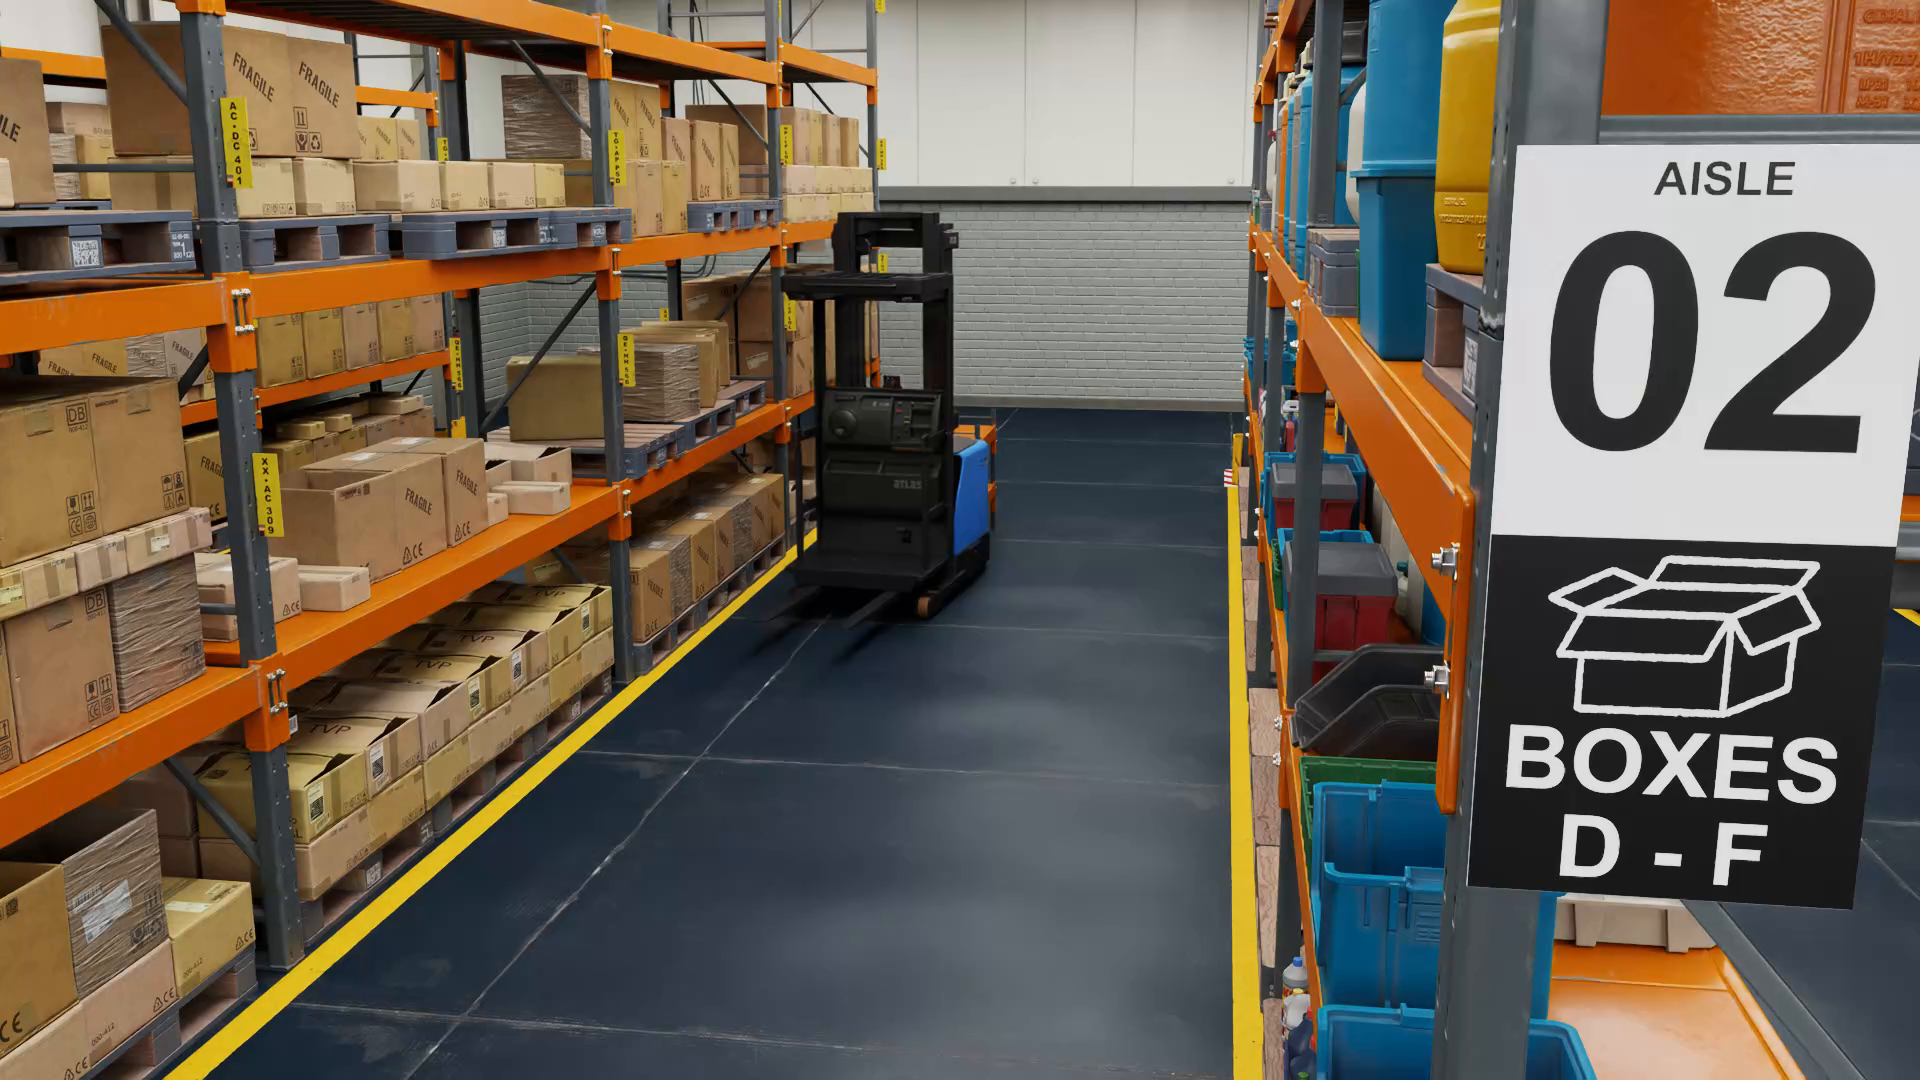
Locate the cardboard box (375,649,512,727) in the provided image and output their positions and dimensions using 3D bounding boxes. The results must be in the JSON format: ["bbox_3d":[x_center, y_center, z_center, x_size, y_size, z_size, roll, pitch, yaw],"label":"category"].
[{"bbox_3d":[-2.681,0.738,8.649,0.500,0.311,0.500,2,12,10],"label":"cardboard box"}]

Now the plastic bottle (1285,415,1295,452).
[{"bbox_3d":[2.271,-0.713,11.459,0.061,0.283,0.133,2,12,9],"label":"plastic bottle"}]

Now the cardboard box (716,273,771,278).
[{"bbox_3d":[-2.020,-2.257,15.737,0.500,0.500,0.500,2,12,9],"label":"cardboard box"}]

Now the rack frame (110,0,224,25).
[{"bbox_3d":[-6.891,-4.487,14.452,1.000,3.000,0.127,2,12,9],"label":"rack frame"}]

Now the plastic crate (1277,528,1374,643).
[{"bbox_3d":[1.530,0.200,6.981,0.392,0.384,0.575,2,12,9],"label":"plastic crate"}]

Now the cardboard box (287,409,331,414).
[{"bbox_3d":[-6.695,-1.254,17.089,0.380,0.149,0.250,2,12,8],"label":"cardboard box"}]

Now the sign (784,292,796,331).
[{"bbox_3d":[-1.446,-1.943,14.141,0.100,0.325,0.005,2,12,9],"label":"sign"}]

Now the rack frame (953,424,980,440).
[{"bbox_3d":[-0.077,-0.445,14.390,0.500,1.125,0.032,2,12,9],"label":"rack frame"}]

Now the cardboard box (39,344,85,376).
[{"bbox_3d":[-7.011,-1.230,12.591,0.500,0.500,0.500,2,12,8],"label":"cardboard box"}]

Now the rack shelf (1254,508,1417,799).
[{"bbox_3d":[1.976,0.368,7.875,1.077,0.370,4.000,2,12,9],"label":"rack shelf"}]

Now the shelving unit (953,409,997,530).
[{"bbox_3d":[0.001,-0.551,14.881,0.538,1.125,1.048,2,12,9],"label":"shelving unit"}]

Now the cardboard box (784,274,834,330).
[{"bbox_3d":[-1.486,-2.235,15.635,0.500,0.500,0.500,2,12,7],"label":"cardboard box"}]

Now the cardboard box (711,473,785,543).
[{"bbox_3d":[-1.788,-0.275,14.040,0.500,0.500,0.500,2,12,8],"label":"cardboard box"}]

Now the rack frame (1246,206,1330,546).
[{"bbox_3d":[2.899,-1.233,13.595,1.000,3.000,0.127,2,12,9],"label":"rack frame"}]

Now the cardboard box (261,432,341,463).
[{"bbox_3d":[-6.594,-0.794,16.495,0.700,0.500,0.500,2,12,8],"label":"cardboard box"}]

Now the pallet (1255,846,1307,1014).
[{"bbox_3d":[1.751,1.631,6.926,1.003,0.211,1.213,2,12,9],"label":"pallet"}]

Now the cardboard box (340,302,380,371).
[{"bbox_3d":[-6.571,-2.117,16.983,0.980,0.700,0.700,1,12,6],"label":"cardboard box"}]

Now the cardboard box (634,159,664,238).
[{"bbox_3d":[-2.498,-2.275,11.072,0.910,0.500,0.500,2,12,9],"label":"cardboard box"}]

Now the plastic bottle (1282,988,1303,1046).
[{"bbox_3d":[1.170,1.658,5.776,0.097,0.201,0.097,0,12,0],"label":"plastic bottle"}]

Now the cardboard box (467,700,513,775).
[{"bbox_3d":[-2.683,1.014,8.699,0.500,0.250,0.500,2,12,10],"label":"cardboard box"}]

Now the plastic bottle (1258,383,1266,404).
[{"bbox_3d":[2.421,-1.114,13.317,0.061,0.283,0.133,2,12,9],"label":"plastic bottle"}]

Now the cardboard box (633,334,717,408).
[{"bbox_3d":[-2.206,-1.279,12.573,0.700,0.500,0.500,-1,12,-6],"label":"cardboard box"}]

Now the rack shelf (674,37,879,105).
[{"bbox_3d":[-1.688,-4.390,15.719,1.077,0.370,4.000,2,12,9],"label":"rack shelf"}]

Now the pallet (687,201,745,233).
[{"bbox_3d":[-2.321,-2.419,12.425,1.213,0.211,1.003,2,12,9],"label":"pallet"}]

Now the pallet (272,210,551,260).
[{"bbox_3d":[-2.796,-1.559,8.434,1.003,0.211,1.213,2,12,11],"label":"pallet"}]

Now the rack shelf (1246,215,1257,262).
[{"bbox_3d":[3.206,-2.764,15.287,1.077,0.370,4.000,2,12,9],"label":"rack shelf"}]

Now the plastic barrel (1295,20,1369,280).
[{"bbox_3d":[1.532,-1.392,6.023,0.600,0.901,0.708,2,12,9],"label":"plastic barrel"}]

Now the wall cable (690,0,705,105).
[{"bbox_3d":[-2.379,-7.348,23.114,3.097,2.526,0.112,2,12,9],"label":"wall cable"}]

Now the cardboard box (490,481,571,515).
[{"bbox_3d":[-2.476,-0.243,9.596,0.380,0.149,0.250,2,12,9],"label":"cardboard box"}]

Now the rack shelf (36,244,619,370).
[{"bbox_3d":[-2.918,-1.260,8.307,1.077,0.370,4.000,2,12,9],"label":"rack shelf"}]

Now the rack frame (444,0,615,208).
[{"bbox_3d":[-2.611,-3.494,9.848,1.000,3.000,0.127,2,12,9],"label":"rack frame"}]

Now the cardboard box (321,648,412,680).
[{"bbox_3d":[-3.213,0.725,8.707,0.500,0.311,0.500,2,12,8],"label":"cardboard box"}]

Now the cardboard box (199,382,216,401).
[{"bbox_3d":[-6.678,-1.308,14.492,0.380,0.149,0.250,2,12,10],"label":"cardboard box"}]

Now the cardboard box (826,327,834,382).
[{"bbox_3d":[-1.493,-1.751,15.762,0.500,0.500,0.500,2,12,8],"label":"cardboard box"}]

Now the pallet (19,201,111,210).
[{"bbox_3d":[-7.290,-2.464,12.635,1.003,0.211,1.213,2,12,11],"label":"pallet"}]

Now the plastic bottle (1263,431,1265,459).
[{"bbox_3d":[2.100,-0.679,11.302,0.061,0.283,0.133,2,12,9],"label":"plastic bottle"}]

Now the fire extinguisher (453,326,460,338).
[{"bbox_3d":[-5.796,-2.183,19.072,0.296,0.674,0.183,2,12,9],"label":"fire extinguisher"}]

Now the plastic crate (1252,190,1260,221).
[{"bbox_3d":[2.868,-3.023,15.061,0.437,0.282,0.530,2,12,9],"label":"plastic crate"}]

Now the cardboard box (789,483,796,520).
[{"bbox_3d":[-1.717,-0.375,14.953,0.500,0.311,0.500,2,12,9],"label":"cardboard box"}]

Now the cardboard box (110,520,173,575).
[{"bbox_3d":[-3.096,0.020,6.004,0.380,0.149,0.250,2,12,7],"label":"cardboard box"}]

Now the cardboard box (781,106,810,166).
[{"bbox_3d":[-1.741,-3.600,14.848,0.700,0.500,0.500,2,12,9],"label":"cardboard box"}]

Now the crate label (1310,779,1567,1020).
[{"bbox_3d":[1.069,0.856,3.819,0.502,0.435,0.616,2,12,9],"label":"crate label"}]

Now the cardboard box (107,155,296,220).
[{"bbox_3d":[-3.121,-1.455,6.865,0.500,0.250,0.500,3,13,15],"label":"cardboard box"}]

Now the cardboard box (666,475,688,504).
[{"bbox_3d":[-2.464,-0.453,13.085,0.500,0.250,0.500,2,12,9],"label":"cardboard box"}]

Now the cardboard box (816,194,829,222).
[{"bbox_3d":[-1.517,-3.089,15.441,0.500,0.250,0.500,2,12,9],"label":"cardboard box"}]

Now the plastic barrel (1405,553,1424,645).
[{"bbox_3d":[2.032,0.174,6.744,0.433,0.535,0.433,0,12,0],"label":"plastic barrel"}]

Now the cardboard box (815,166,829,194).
[{"bbox_3d":[-1.512,-3.333,15.387,0.500,0.250,0.500,2,12,9],"label":"cardboard box"}]

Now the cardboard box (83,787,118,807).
[{"bbox_3d":[-3.606,1.130,6.381,0.500,0.500,0.500,2,12,9],"label":"cardboard box"}]

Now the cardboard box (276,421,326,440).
[{"bbox_3d":[-6.441,-1.072,16.245,0.380,0.149,0.250,2,12,11],"label":"cardboard box"}]

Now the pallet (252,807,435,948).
[{"bbox_3d":[-3.151,1.479,7.627,1.003,0.211,1.213,2,12,9],"label":"pallet"}]

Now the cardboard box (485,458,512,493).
[{"bbox_3d":[-2.939,-0.338,9.654,0.500,0.311,0.500,2,12,8],"label":"cardboard box"}]

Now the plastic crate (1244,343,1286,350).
[{"bbox_3d":[3.049,-1.835,16.645,0.416,0.233,0.300,2,12,9],"label":"plastic crate"}]

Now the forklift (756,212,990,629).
[{"bbox_3d":[-0.654,-0.947,12.430,1.130,2.935,3.031,4,13,16],"label":"forklift"}]

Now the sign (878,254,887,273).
[{"bbox_3d":[-0.835,-2.925,17.949,0.100,0.325,0.005,2,12,9],"label":"sign"}]
